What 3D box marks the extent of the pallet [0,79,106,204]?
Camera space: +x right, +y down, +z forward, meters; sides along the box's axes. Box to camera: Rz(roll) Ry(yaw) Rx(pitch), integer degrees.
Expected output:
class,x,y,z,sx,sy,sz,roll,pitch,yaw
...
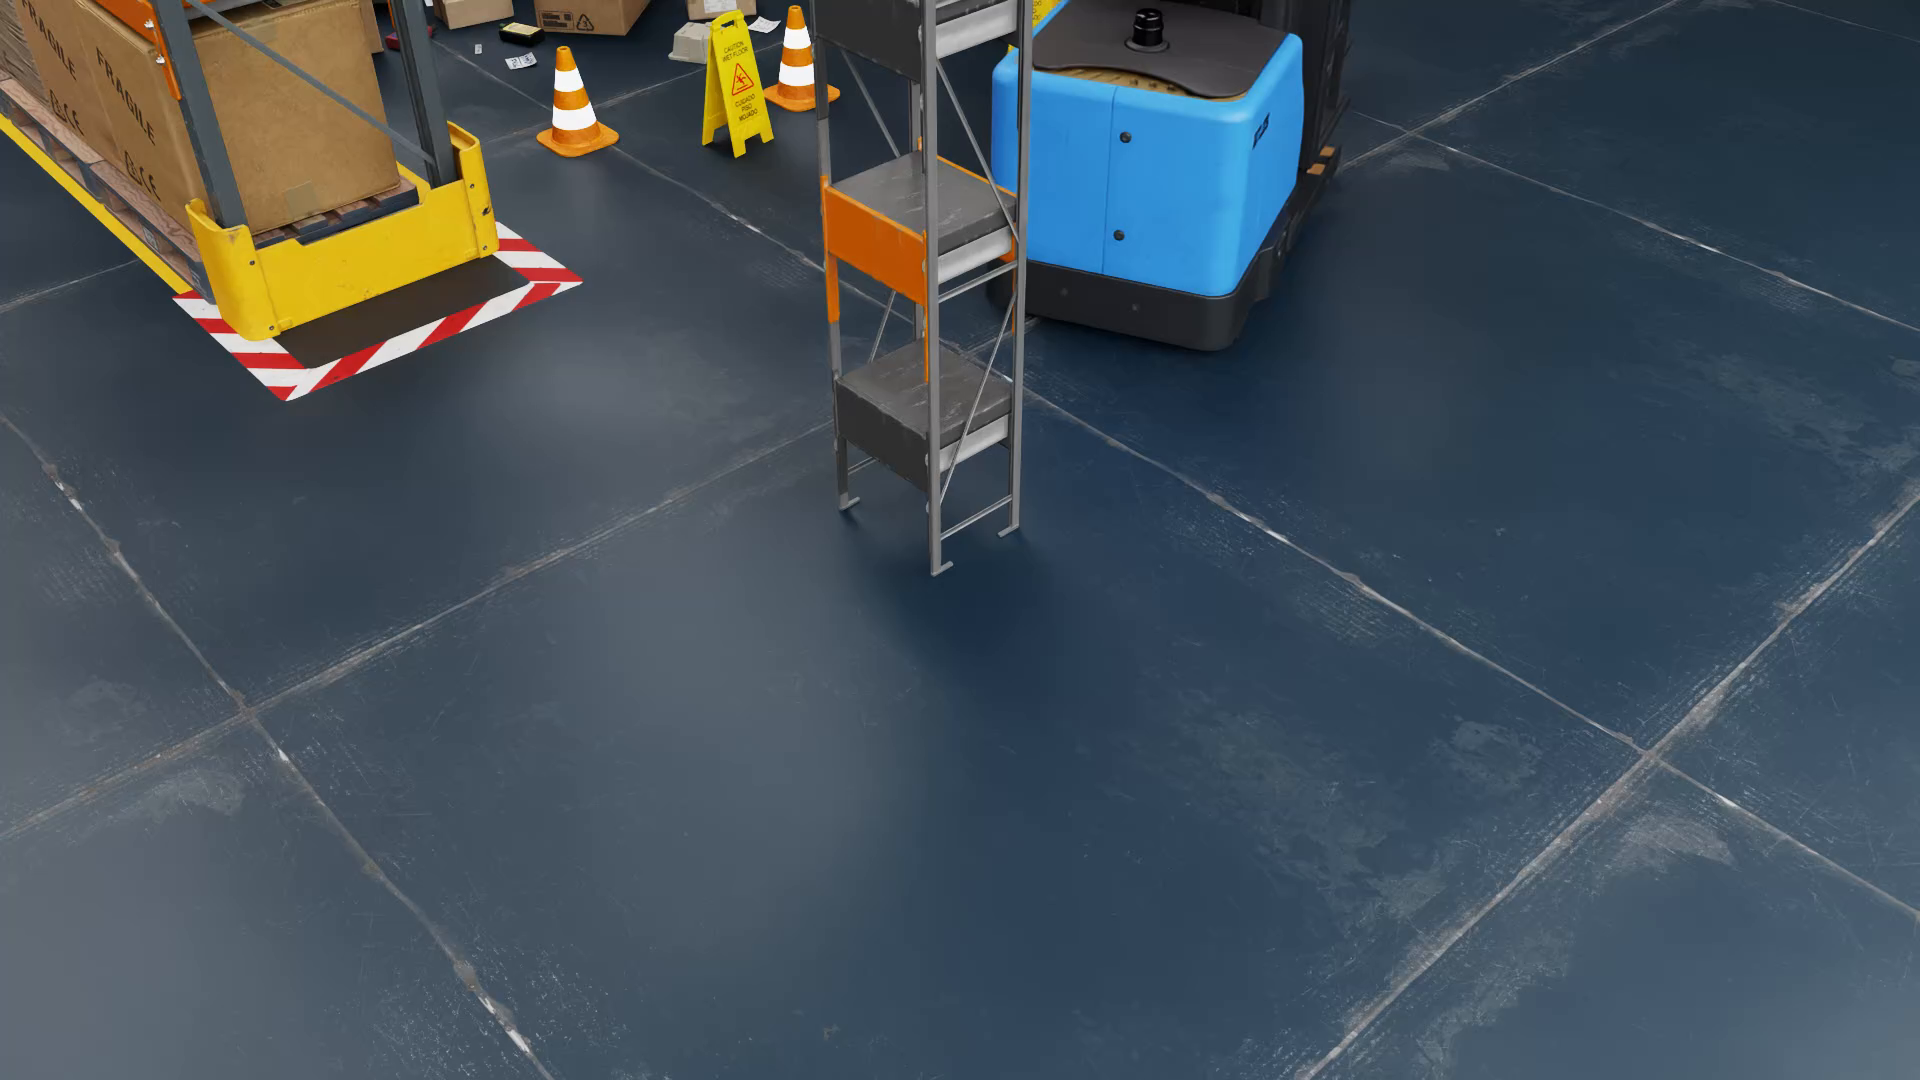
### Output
class,x,y,z,sx,sy,sz,roll,pitch,yaw
pallet,-3.989,-2.112,8.197,1.003,0.211,1.213,-30,48,-32

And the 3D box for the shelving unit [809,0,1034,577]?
class,x,y,z,sx,sy,sz,roll,pitch,yaw
shelving unit,-0.112,-0.893,5.185,0.431,2.100,0.503,-30,48,-32

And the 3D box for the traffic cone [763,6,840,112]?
class,x,y,z,sx,sy,sz,roll,pitch,yaw
traffic cone,-0.821,-2.480,8.453,0.336,0.463,0.334,-30,48,-32

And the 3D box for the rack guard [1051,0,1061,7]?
class,x,y,z,sx,sy,sz,roll,pitch,yaw
rack guard,0.956,-3.508,9.696,1.175,0.500,0.348,-30,48,-32

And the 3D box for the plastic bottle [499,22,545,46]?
class,x,y,z,sx,sy,sz,roll,pitch,yaw
plastic bottle,-2.439,-2.792,9.158,0.283,0.061,0.133,18,42,21

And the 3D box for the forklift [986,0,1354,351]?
class,x,y,z,sx,sy,sz,roll,pitch,yaw
forklift,1.147,-2.812,6.899,1.130,2.935,3.031,15,41,18

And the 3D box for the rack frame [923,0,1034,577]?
class,x,y,z,sx,sy,sz,roll,pitch,yaw
rack frame,0.053,-0.781,5.045,0.400,2.100,0.015,-30,48,-32

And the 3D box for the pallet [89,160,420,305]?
class,x,y,z,sx,sy,sz,roll,pitch,yaw
pallet,-3.168,-1.547,7.498,1.003,0.211,1.213,-30,48,-32

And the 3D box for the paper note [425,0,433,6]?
class,x,y,z,sx,sy,sz,roll,pitch,yaw
paper note,-3.009,-3.137,9.617,0.172,0.023,0.155,-15,41,-17

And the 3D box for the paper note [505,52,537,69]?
class,x,y,z,sx,sy,sz,roll,pitch,yaw
paper note,-2.352,-2.567,8.906,0.144,0.017,0.142,-15,41,-17

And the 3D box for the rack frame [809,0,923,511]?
class,x,y,z,sx,sy,sz,roll,pitch,yaw
rack frame,-0.277,-1.006,5.325,0.400,2.100,0.015,-30,48,-32

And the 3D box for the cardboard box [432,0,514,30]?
class,x,y,z,sx,sy,sz,roll,pitch,yaw
cardboard box,-2.756,-3.070,9.340,0.396,0.266,0.258,-22,44,-25

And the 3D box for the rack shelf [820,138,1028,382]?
class,x,y,z,sx,sy,sz,roll,pitch,yaw
rack shelf,-0.112,-0.883,5.194,0.431,0.518,0.480,-30,48,-32

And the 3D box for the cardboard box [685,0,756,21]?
class,x,y,z,sx,sy,sz,roll,pitch,yaw
cardboard box,-1.366,-3.084,9.451,0.380,0.149,0.250,-8,40,-10

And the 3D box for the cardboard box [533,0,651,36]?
class,x,y,z,sx,sy,sz,roll,pitch,yaw
cardboard box,-2.045,-3.211,9.326,0.637,0.503,0.797,5,39,6

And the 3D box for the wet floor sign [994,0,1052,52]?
class,x,y,z,sx,sy,sz,roll,pitch,yaw
wet floor sign,0.348,-2.987,8.935,0.267,0.644,0.232,-15,41,-17

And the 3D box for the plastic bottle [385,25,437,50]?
class,x,y,z,sx,sy,sz,roll,pitch,yaw
plastic bottle,-3.009,-2.775,9.137,0.133,0.061,0.283,18,42,21

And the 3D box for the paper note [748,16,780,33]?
class,x,y,z,sx,sy,sz,roll,pitch,yaw
paper note,-1.098,-2.882,9.294,0.142,0.019,0.148,18,42,21

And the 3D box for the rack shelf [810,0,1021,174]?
class,x,y,z,sx,sy,sz,roll,pitch,yaw
rack shelf,-0.112,-1.427,4.754,0.431,0.518,0.480,-30,48,-32

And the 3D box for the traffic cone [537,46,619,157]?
class,x,y,z,sx,sy,sz,roll,pitch,yaw
traffic cone,-1.883,-2.158,8.053,0.336,0.463,0.334,-30,48,-32

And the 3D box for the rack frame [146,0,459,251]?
class,x,y,z,sx,sy,sz,roll,pitch,yaw
rack frame,-2.570,-2.295,6.205,1.000,3.000,0.127,-30,48,-32

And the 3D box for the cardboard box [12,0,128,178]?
class,x,y,z,sx,sy,sz,roll,pitch,yaw
cardboard box,-3.674,-2.324,7.597,0.875,0.875,0.875,-31,48,-32

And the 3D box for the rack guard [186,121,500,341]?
class,x,y,z,sx,sy,sz,roll,pitch,yaw
rack guard,-2.554,-1.312,6.976,1.175,0.500,0.348,-30,48,-32

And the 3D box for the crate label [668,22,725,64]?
class,x,y,z,sx,sy,sz,roll,pitch,yaw
crate label,-1.398,-2.691,8.973,0.298,0.136,0.250,11,40,13

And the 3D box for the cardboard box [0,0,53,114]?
class,x,y,z,sx,sy,sz,roll,pitch,yaw
cardboard box,-4.289,-2.747,8.121,0.875,0.875,0.875,-30,47,-31

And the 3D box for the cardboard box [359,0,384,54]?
class,x,y,z,sx,sy,sz,roll,pitch,yaw
cardboard box,-3.469,-2.893,8.932,0.500,0.500,0.500,-22,44,-25

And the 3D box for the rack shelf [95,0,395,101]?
class,x,y,z,sx,sy,sz,roll,pitch,yaw
rack shelf,-3.923,-2.941,7.577,1.077,0.370,4.000,-30,48,-32

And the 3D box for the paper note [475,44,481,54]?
class,x,y,z,sx,sy,sz,roll,pitch,yaw
paper note,-2.622,-2.673,9.051,0.032,0.001,0.123,-8,40,-10

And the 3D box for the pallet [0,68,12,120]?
class,x,y,z,sx,sy,sz,roll,pitch,yaw
pallet,-4.819,-2.676,8.896,1.003,0.211,1.213,-30,48,-32

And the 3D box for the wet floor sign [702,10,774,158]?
class,x,y,z,sx,sy,sz,roll,pitch,yaw
wet floor sign,-1.092,-2.207,7.970,0.232,0.644,0.267,26,45,28

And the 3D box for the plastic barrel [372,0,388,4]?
class,x,y,z,sx,sy,sz,roll,pitch,yaw
plastic barrel,-3.378,-3.271,9.463,0.512,0.421,0.421,-2,39,-2

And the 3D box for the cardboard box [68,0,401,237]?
class,x,y,z,sx,sy,sz,roll,pitch,yaw
cardboard box,-3.077,-1.918,7.094,0.875,0.875,0.875,-30,47,-32

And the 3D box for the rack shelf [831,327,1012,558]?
class,x,y,z,sx,sy,sz,roll,pitch,yaw
rack shelf,-0.112,-0.338,5.634,0.431,0.518,0.480,-30,48,-32
